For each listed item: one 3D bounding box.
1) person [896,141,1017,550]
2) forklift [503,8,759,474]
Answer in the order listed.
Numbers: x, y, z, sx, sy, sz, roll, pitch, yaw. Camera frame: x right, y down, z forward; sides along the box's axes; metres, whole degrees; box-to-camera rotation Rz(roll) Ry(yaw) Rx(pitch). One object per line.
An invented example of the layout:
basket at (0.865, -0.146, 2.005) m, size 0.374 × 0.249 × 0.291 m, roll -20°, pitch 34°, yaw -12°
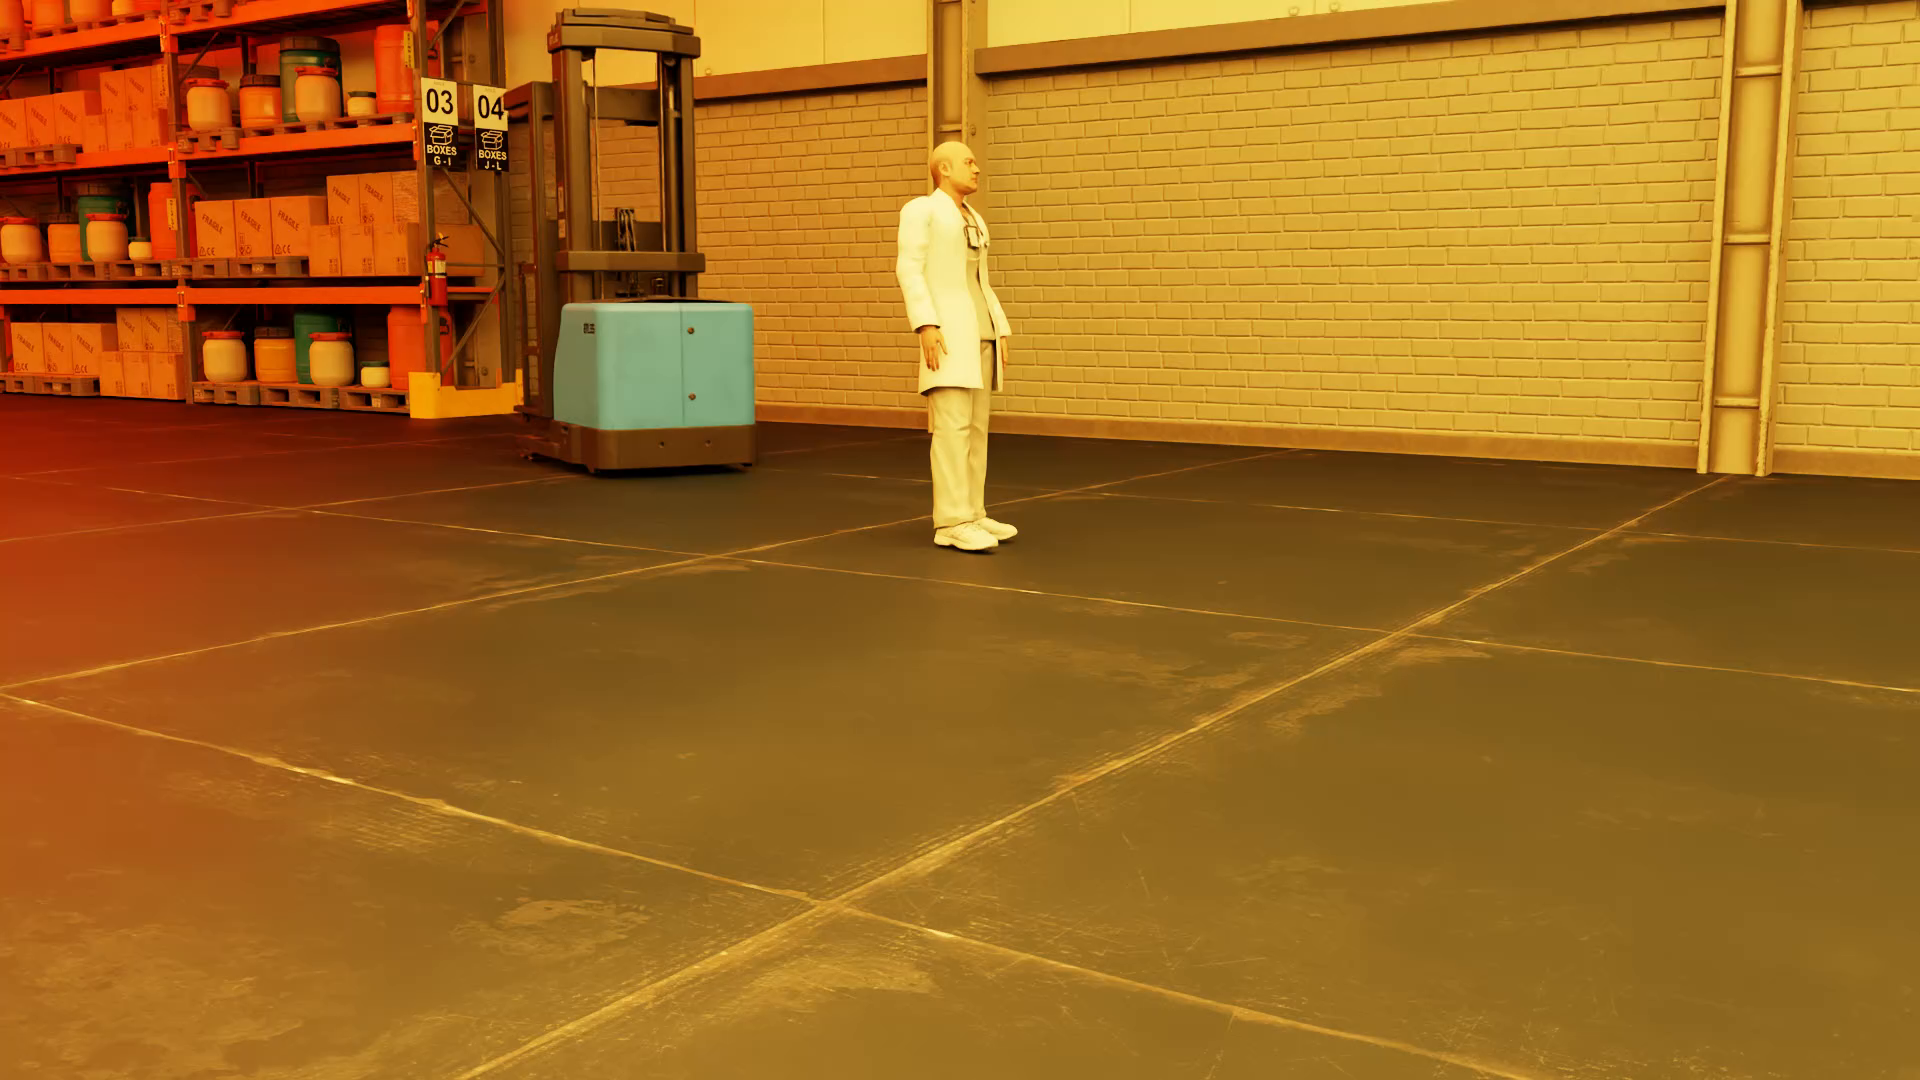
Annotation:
person at (0.074, -0.880, 7.424) m, size 0.578 × 1.778 × 0.698 m, roll 5°, pitch 10°, yaw 34°
forklift at (-2.449, -2.023, 11.419) m, size 1.130 × 2.935 × 3.031 m, roll -5°, pitch 9°, yaw -29°
